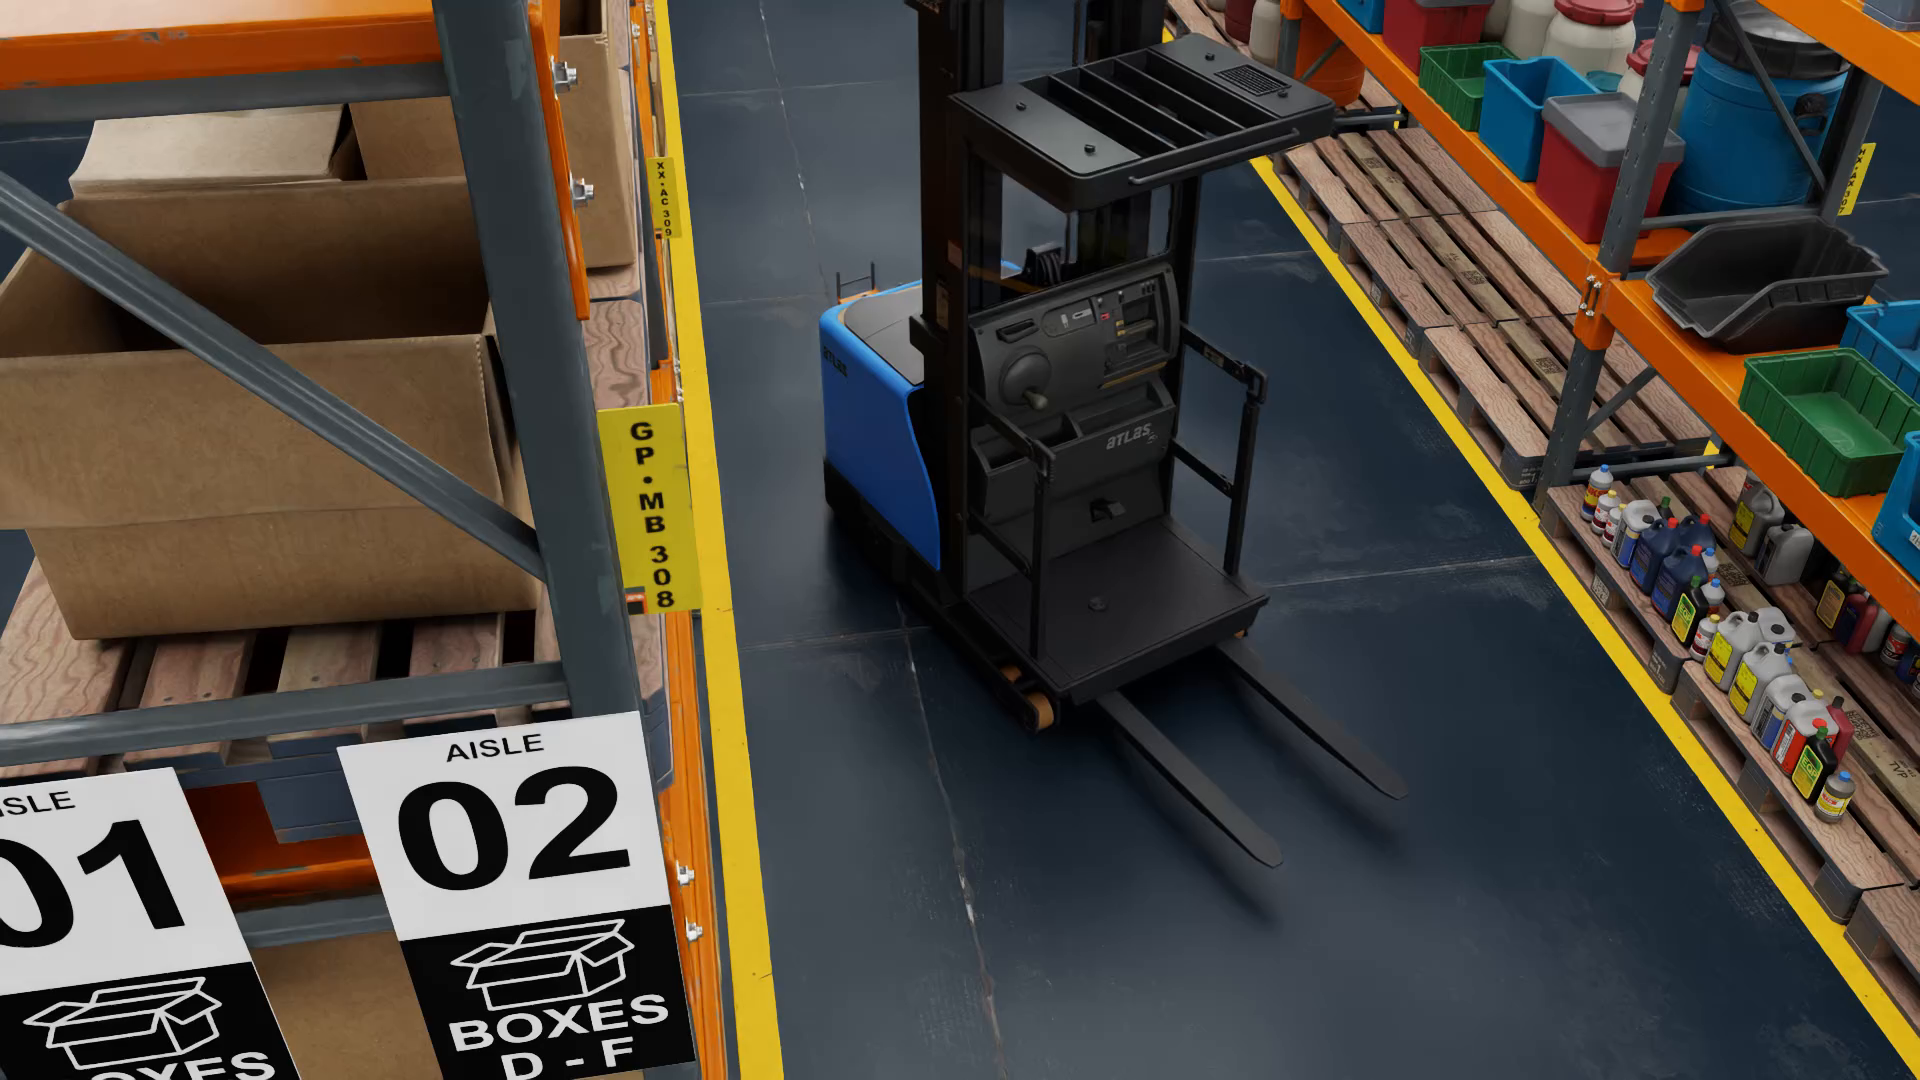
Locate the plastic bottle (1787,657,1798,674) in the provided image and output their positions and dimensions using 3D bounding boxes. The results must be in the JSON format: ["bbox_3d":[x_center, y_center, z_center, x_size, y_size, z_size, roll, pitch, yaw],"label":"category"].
[{"bbox_3d":[3.220,0.545,6.526,0.097,0.201,0.097,0,38,0],"label":"plastic bottle"}]

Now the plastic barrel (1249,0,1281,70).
[{"bbox_3d":[2.245,-3.587,11.608,0.421,0.512,0.421,0,38,0],"label":"plastic barrel"}]

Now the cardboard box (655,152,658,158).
[{"bbox_3d":[-1.911,-1.946,9.252,0.500,0.311,0.500,-7,38,-9],"label":"cardboard box"}]

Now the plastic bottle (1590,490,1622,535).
[{"bbox_3d":[2.878,-0.130,7.395,0.097,0.201,0.097,0,38,0],"label":"plastic bottle"}]

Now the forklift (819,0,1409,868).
[{"bbox_3d":[0.577,-0.713,6.279,1.130,2.935,3.031,-21,43,-25],"label":"forklift"}]

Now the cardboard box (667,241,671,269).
[{"bbox_3d":[-1.917,-1.726,9.425,0.500,0.250,0.500,-7,38,-8],"label":"cardboard box"}]

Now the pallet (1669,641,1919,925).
[{"bbox_3d":[3.530,0.887,6.436,1.003,0.211,1.213,-6,38,-8],"label":"pallet"}]

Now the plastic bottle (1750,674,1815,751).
[{"bbox_3d":[3.142,0.654,6.325,0.152,0.276,0.135,-7,38,-9],"label":"plastic bottle"}]

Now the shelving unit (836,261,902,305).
[{"bbox_3d":[-0.416,-0.779,7.897,0.215,1.050,0.252,-21,43,-25],"label":"shelving unit"}]

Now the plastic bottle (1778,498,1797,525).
[{"bbox_3d":[3.632,-0.132,7.276,0.144,0.351,0.185,-7,38,-9],"label":"plastic bottle"}]

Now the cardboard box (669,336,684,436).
[{"bbox_3d":[-1.551,-0.713,7.664,0.500,0.311,0.500,-7,38,-8],"label":"cardboard box"}]

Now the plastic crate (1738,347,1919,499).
[{"bbox_3d":[3.196,-0.429,6.030,0.450,0.188,0.662,-6,38,-8],"label":"plastic crate"}]

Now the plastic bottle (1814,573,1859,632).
[{"bbox_3d":[3.626,0.232,6.862,0.061,0.283,0.133,-6,38,-8],"label":"plastic bottle"}]

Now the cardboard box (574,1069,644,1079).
[{"bbox_3d":[-0.797,1.028,3.371,0.380,0.149,0.250,-6,38,-8],"label":"cardboard box"}]

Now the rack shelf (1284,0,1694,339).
[{"bbox_3d":[2.885,-2.287,8.835,1.077,0.370,4.000,-6,38,-8],"label":"rack shelf"}]

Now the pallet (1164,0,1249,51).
[{"bbox_3d":[2.145,-3.884,12.578,1.003,0.211,1.213,-6,38,-8],"label":"pallet"}]

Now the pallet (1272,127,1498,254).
[{"bbox_3d":[2.632,-2.205,10.417,1.003,0.211,1.213,-6,38,-8],"label":"pallet"}]

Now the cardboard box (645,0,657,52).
[{"bbox_3d":[-2.322,-3.359,11.308,0.500,0.500,0.500,-7,38,-9],"label":"cardboard box"}]

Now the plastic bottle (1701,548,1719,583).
[{"bbox_3d":[3.113,0.148,6.980,0.097,0.271,0.097,0,38,0],"label":"plastic bottle"}]

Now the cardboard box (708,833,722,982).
[{"bbox_3d":[-1.077,1.250,5.595,0.500,0.250,0.500,-6,38,-8],"label":"cardboard box"}]

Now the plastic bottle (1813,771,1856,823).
[{"bbox_3d":[3.183,0.923,6.040,0.097,0.201,0.097,0,38,0],"label":"plastic bottle"}]

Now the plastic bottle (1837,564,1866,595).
[{"bbox_3d":[3.723,0.179,6.876,0.144,0.351,0.185,-6,38,-8],"label":"plastic bottle"}]

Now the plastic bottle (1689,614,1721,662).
[{"bbox_3d":[3.028,0.388,6.727,0.097,0.201,0.097,0,38,0],"label":"plastic bottle"}]

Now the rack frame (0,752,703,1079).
[{"bbox_3d":[-0.940,1.584,3.266,1.000,3.000,0.127,-6,38,-8],"label":"rack frame"}]

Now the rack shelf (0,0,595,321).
[{"bbox_3d":[-1.291,-1.551,3.324,1.077,0.370,4.000,-6,38,-8],"label":"rack shelf"}]

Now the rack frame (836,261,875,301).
[{"bbox_3d":[-0.482,-0.842,7.978,0.200,1.050,0.008,-21,43,-25],"label":"rack frame"}]

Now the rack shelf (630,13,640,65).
[{"bbox_3d":[-1.992,-2.941,7.231,1.077,0.370,4.000,-6,38,-8],"label":"rack shelf"}]

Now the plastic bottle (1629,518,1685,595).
[{"bbox_3d":[2.969,0.042,7.052,0.144,0.351,0.185,-5,38,-7],"label":"plastic bottle"}]

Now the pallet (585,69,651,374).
[{"bbox_3d":[-1.256,-0.734,3.877,1.003,0.211,1.213,-6,38,-8],"label":"pallet"}]

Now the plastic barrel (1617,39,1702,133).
[{"bbox_3d":[3.284,-2.018,7.791,0.433,0.535,0.433,0,38,0],"label":"plastic barrel"}]

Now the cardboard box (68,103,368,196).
[{"bbox_3d":[-1.499,-0.790,3.493,0.500,0.311,0.500,-2,38,-3],"label":"cardboard box"}]

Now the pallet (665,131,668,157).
[{"bbox_3d":[-2.437,-2.602,10.927,1.003,0.211,1.213,-6,38,-8],"label":"pallet"}]

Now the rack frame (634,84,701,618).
[{"bbox_3d":[-1.642,-0.832,6.376,1.000,3.000,0.127,-6,38,-8],"label":"rack frame"}]

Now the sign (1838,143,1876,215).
[{"bbox_3d":[3.779,-1.524,7.042,0.100,0.325,0.005,-6,38,-8],"label":"sign"}]

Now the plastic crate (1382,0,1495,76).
[{"bbox_3d":[2.516,-2.795,8.850,0.402,0.464,0.583,-6,38,-8],"label":"plastic crate"}]

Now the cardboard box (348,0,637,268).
[{"bbox_3d":[-0.962,-0.894,3.473,0.500,0.500,0.500,-6,38,-8],"label":"cardboard box"}]

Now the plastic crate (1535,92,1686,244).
[{"bbox_3d":[2.849,-1.647,7.373,0.402,0.464,0.583,-6,38,-8],"label":"plastic crate"}]

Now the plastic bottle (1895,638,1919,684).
[{"bbox_3d":[3.813,0.439,6.606,0.097,0.271,0.097,0,38,0],"label":"plastic bottle"}]

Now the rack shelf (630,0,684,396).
[{"bbox_3d":[-1.992,-1.756,8.152,1.077,0.370,4.000,-6,38,-8],"label":"rack shelf"}]

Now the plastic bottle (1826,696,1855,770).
[{"bbox_3d":[3.271,0.723,6.230,0.061,0.283,0.133,-6,38,-8],"label":"plastic bottle"}]

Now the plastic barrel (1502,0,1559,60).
[{"bbox_3d":[3.079,-2.722,8.698,0.433,0.535,0.433,0,38,0],"label":"plastic barrel"}]
